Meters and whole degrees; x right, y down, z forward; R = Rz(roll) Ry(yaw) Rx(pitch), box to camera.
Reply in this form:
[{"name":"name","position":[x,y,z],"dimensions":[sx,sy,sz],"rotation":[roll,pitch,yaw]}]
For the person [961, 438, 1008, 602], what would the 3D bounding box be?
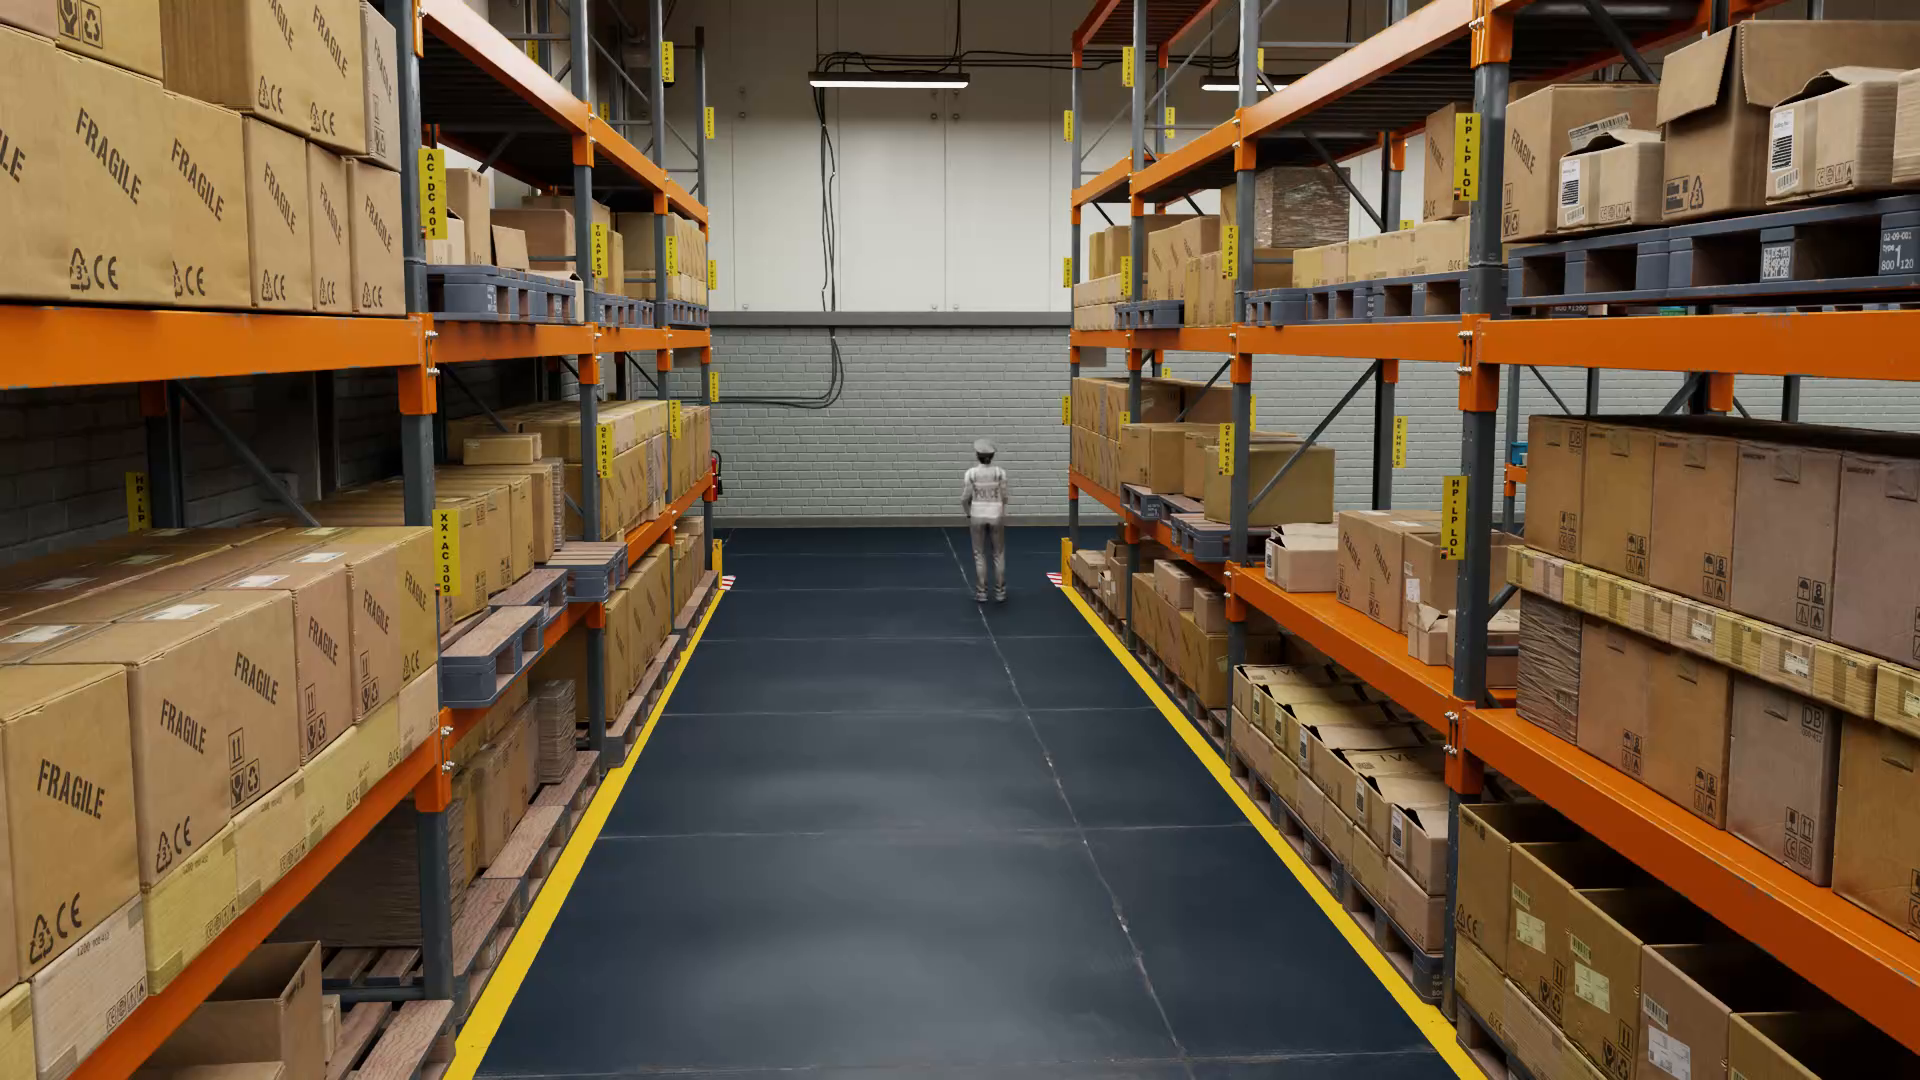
[{"name":"person","position":[0.256,-0.208,17.280],"dimensions":[0.491,1.699,0.508],"rotation":[0,7,-4]}]
